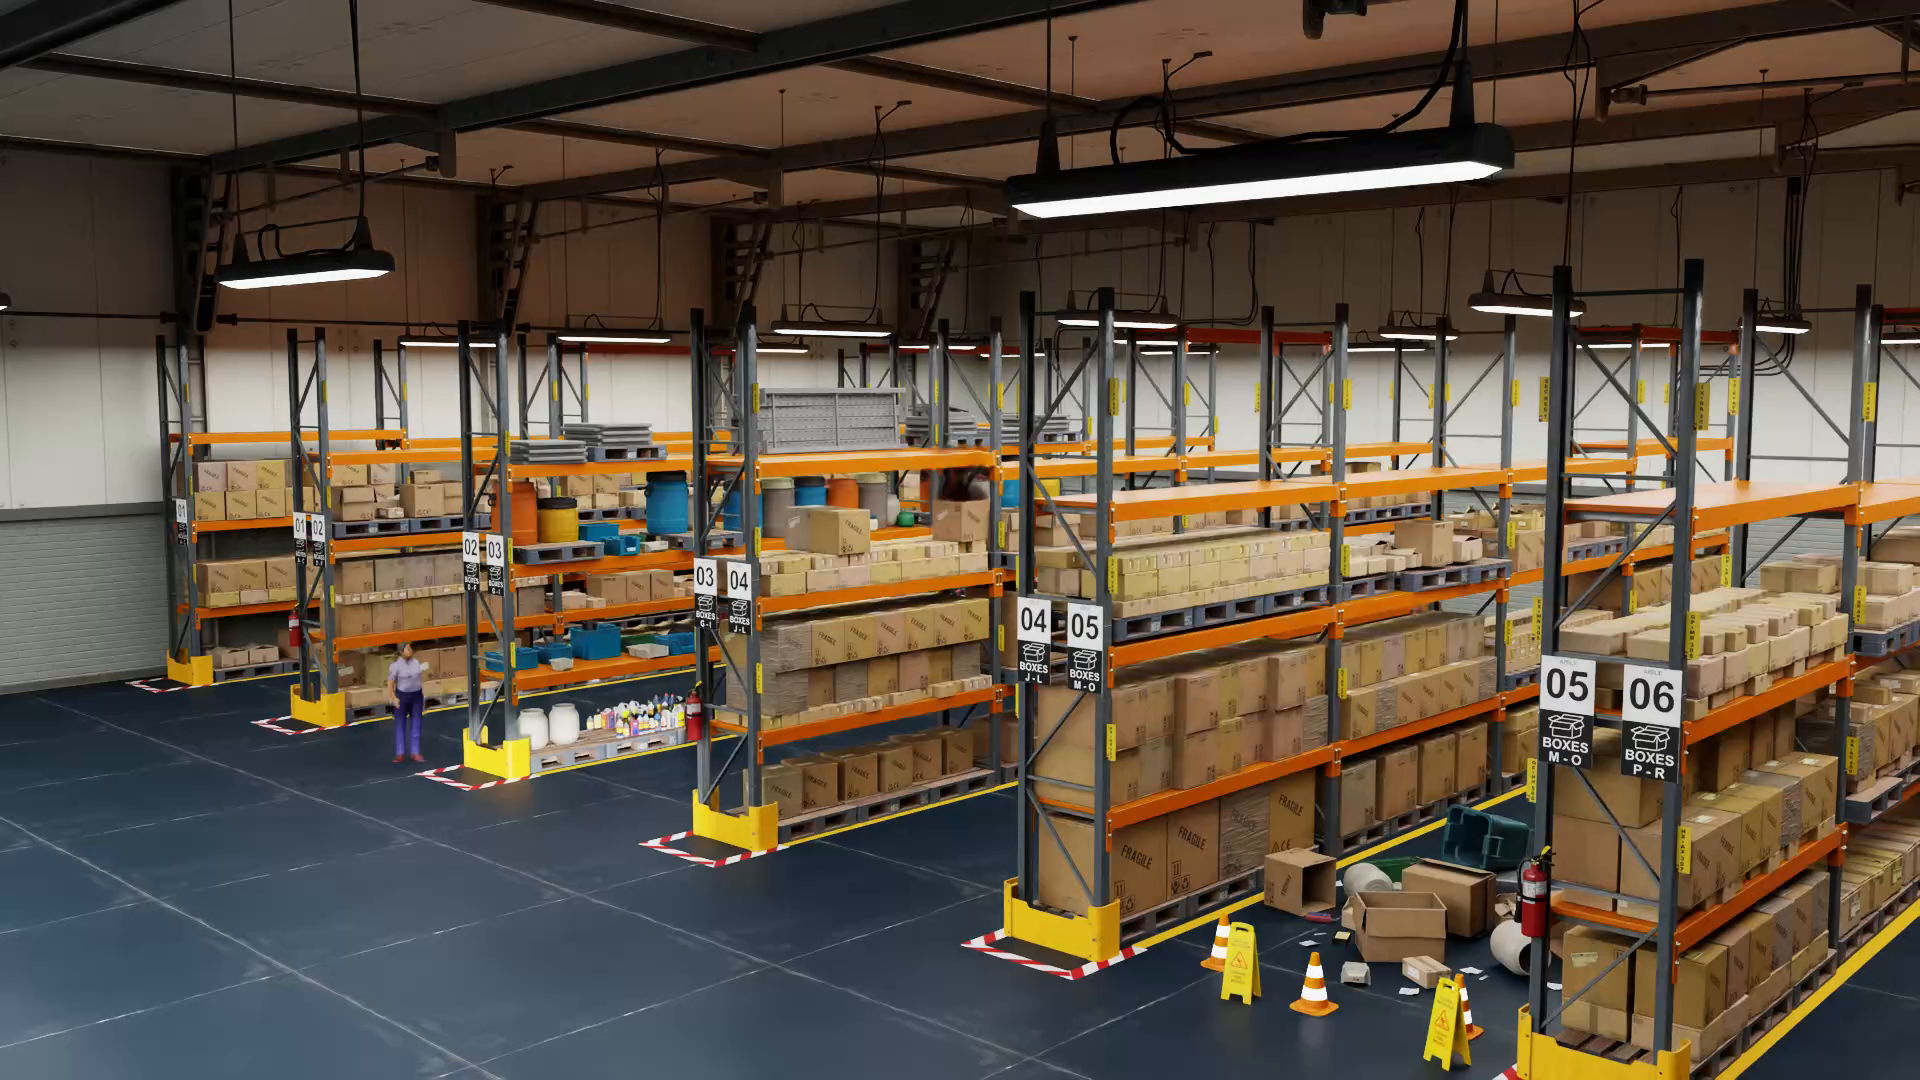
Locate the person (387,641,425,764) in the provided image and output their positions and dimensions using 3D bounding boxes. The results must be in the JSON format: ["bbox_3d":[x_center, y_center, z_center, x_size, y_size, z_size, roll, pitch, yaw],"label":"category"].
[{"bbox_3d":[-7.536,2.226,22.688,0.543,1.678,0.550,-4,7,-38],"label":"person"}]

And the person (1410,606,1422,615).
[{"bbox_3d":[7.445,1.838,27.148,0.421,1.544,0.894,4,7,38],"label":"person"}]

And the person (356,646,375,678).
[{"bbox_3d":[-10.297,1.600,28.937,0.493,1.674,0.842,2,6,22],"label":"person"}]
